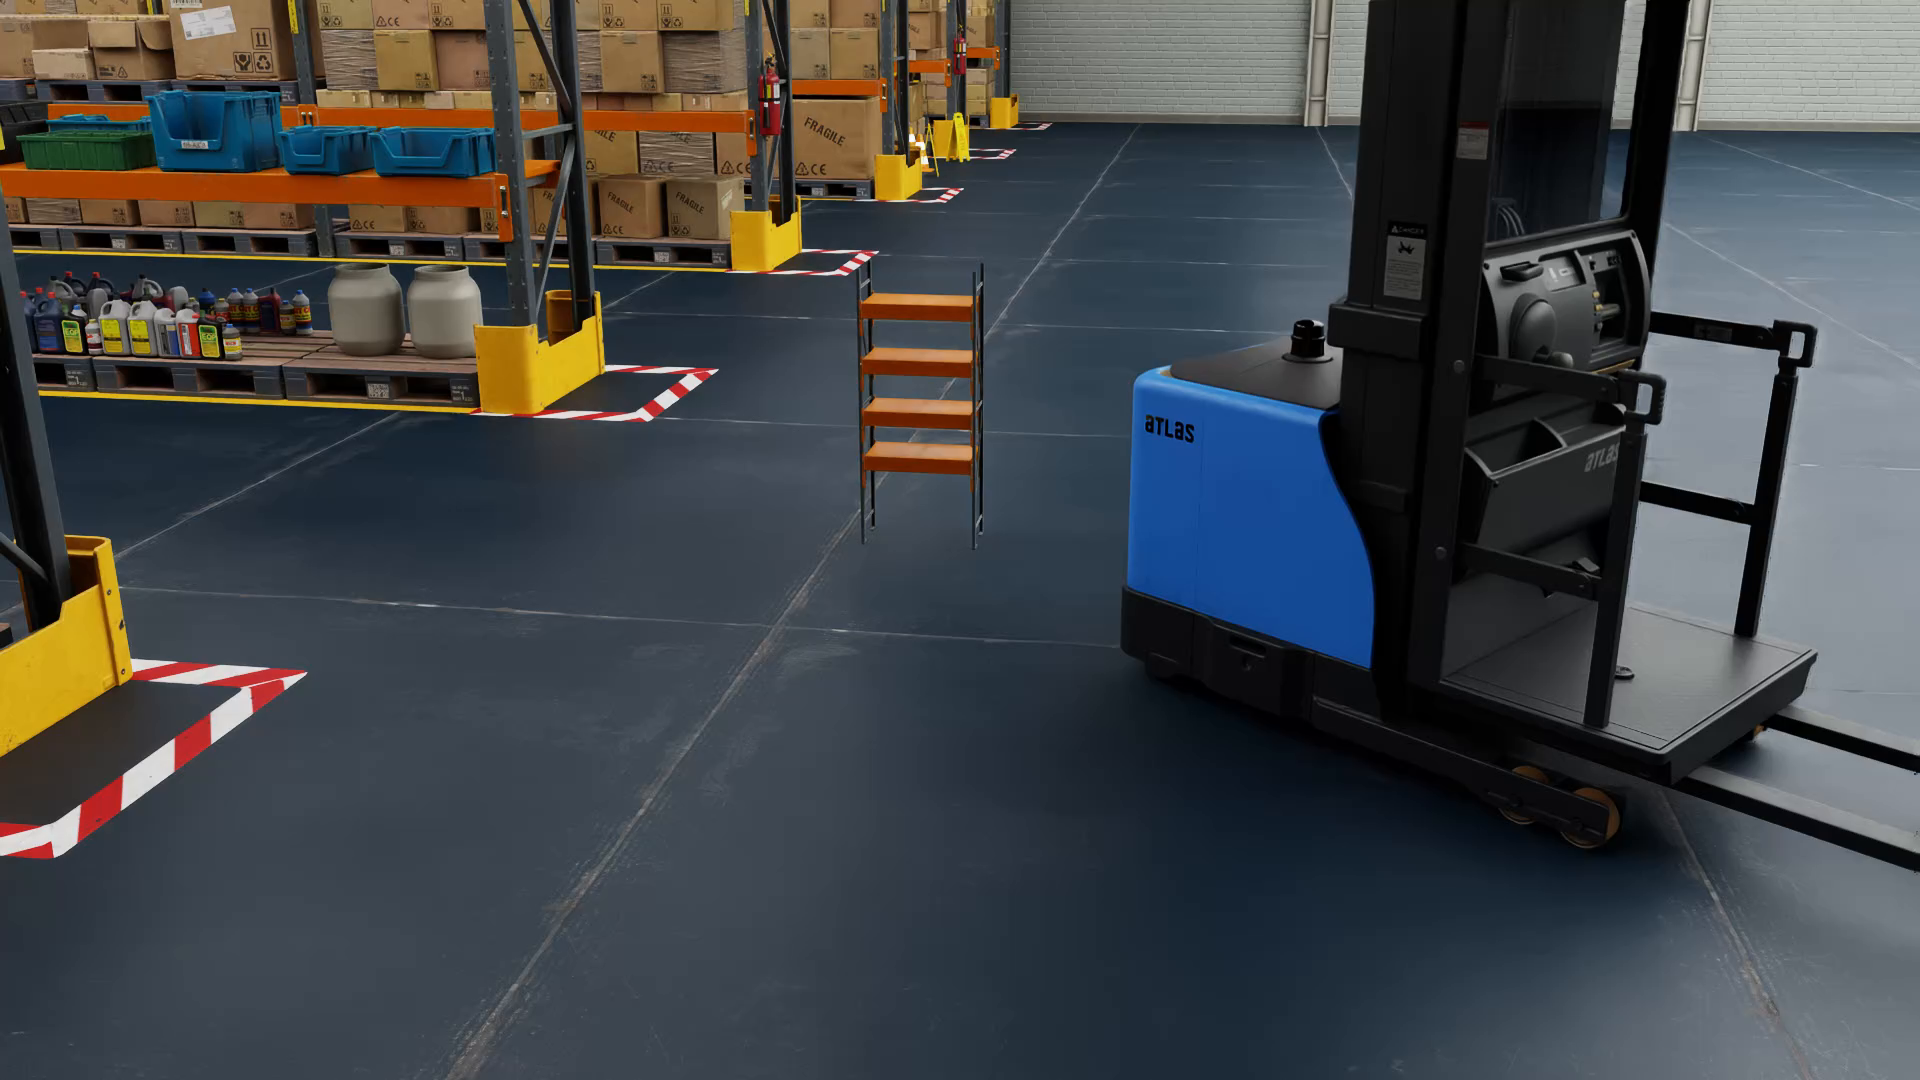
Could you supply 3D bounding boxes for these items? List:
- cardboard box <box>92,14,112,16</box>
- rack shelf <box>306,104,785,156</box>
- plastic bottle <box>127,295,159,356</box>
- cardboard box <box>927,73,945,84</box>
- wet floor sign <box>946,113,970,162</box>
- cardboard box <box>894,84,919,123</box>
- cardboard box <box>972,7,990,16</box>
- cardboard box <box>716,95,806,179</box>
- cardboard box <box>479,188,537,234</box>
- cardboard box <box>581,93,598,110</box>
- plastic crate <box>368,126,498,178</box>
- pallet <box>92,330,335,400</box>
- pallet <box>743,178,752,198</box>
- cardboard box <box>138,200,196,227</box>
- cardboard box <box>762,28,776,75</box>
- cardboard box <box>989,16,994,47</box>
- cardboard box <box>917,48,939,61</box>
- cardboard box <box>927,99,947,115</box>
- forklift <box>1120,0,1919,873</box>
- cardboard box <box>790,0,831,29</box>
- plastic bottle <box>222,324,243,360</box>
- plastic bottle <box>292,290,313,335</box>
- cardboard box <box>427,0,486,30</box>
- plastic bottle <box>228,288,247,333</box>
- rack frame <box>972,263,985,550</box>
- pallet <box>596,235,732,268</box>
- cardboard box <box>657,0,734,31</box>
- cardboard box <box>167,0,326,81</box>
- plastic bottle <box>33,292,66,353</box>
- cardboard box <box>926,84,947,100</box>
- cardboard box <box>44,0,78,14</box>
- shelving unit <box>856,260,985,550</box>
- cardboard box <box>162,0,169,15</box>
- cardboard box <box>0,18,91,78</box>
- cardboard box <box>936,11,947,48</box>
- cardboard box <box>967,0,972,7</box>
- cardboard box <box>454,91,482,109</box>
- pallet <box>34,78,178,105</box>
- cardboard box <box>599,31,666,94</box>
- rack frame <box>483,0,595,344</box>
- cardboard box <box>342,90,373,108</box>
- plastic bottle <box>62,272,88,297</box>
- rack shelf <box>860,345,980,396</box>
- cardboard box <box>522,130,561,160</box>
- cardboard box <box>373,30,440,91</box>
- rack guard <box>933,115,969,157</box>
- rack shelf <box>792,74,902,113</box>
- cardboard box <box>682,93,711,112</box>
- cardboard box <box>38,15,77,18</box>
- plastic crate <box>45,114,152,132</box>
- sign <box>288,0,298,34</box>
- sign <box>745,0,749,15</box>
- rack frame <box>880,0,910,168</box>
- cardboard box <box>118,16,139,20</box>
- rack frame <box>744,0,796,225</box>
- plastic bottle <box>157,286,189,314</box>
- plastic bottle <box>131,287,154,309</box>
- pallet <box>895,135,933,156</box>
[{"bbox_3d":[-10.599,-6.361,20.385,0.250,0.149,0.380,3,19,8],"label":"cardboard box"},{"bbox_3d":[-3.593,-3.644,14.600,4.000,0.370,1.077,3,19,9],"label":"rack shelf"},{"bbox_3d":[-4.832,-1.276,9.870,0.185,0.351,0.144,4,19,11],"label":"plastic bottle"},{"bbox_3d":[-0.272,-7.863,28.172,0.500,0.250,0.500,3,19,10],"label":"cardboard box"},{"bbox_3d":[-0.028,-5.528,22.807,0.232,0.644,0.267,10,21,27],"label":"wet floor sign"},{"bbox_3d":[-0.878,-6.199,23.591,0.500,0.500,0.500,3,19,9],"label":"cardboard box"},{"bbox_3d":[0.351,-8.829,27.784,0.250,0.149,0.380,3,19,9],"label":"cardboard box"},{"bbox_3d":[-2.281,-4.682,19.255,0.875,0.875,0.875,3,19,8],"label":"cardboard box"},{"bbox_3d":[-3.987,-3.034,14.921,0.500,0.500,0.500,1,19,4],"label":"cardboard box"},{"bbox_3d":[-3.169,-3.773,14.248,0.250,0.149,0.380,3,19,9],"label":"cardboard box"},{"bbox_3d":[-2.945,-2.194,9.367,0.616,0.251,0.499,3,19,9],"label":"plastic crate"},{"bbox_3d":[-4.488,-1.104,10.271,1.213,0.211,1.003,3,19,9],"label":"pallet"},{"bbox_3d":[-2.734,-4.189,19.490,1.213,0.211,1.003,3,19,9],"label":"pallet"},{"bbox_3d":[-7.190,-3.205,15.400,0.500,0.500,0.700,1,19,4],"label":"cardboard box"},{"bbox_3d":[-2.184,-5.597,19.068,0.550,0.550,0.875,3,19,9],"label":"cardboard box"},{"bbox_3d":[0.293,-8.704,28.431,0.500,0.500,0.500,4,19,10],"label":"cardboard box"},{"bbox_3d":[-0.449,-6.822,23.360,0.250,0.149,0.380,4,19,10],"label":"cardboard box"},{"bbox_3d":[-0.266,-7.392,28.341,0.500,0.250,0.500,3,19,9],"label":"cardboard box"},{"bbox_3d":[1.947,-0.702,4.782,1.130,2.935,3.031,-17,25,-41],"label":"forklift"},{"bbox_3d":[-1.649,-6.046,18.708,0.550,0.550,0.875,3,19,9],"label":"cardboard box"},{"bbox_3d":[-4.286,-1.170,9.788,0.097,0.201,0.097,0,18,0],"label":"plastic bottle"},{"bbox_3d":[-4.144,-1.437,10.475,0.097,0.271,0.097,0,18,0],"label":"plastic bottle"},{"bbox_3d":[-4.176,-4.596,14.110,0.500,0.500,0.500,3,19,9],"label":"cardboard box"},{"bbox_3d":[-4.581,-1.459,10.542,0.097,0.271,0.097,0,18,0],"label":"plastic bottle"},{"bbox_3d":[0.077,-0.565,7.101,0.015,1.200,0.240,3,19,9],"label":"rack frame"},{"bbox_3d":[-2.489,-2.618,14.795,1.213,0.211,1.003,3,19,9],"label":"pallet"},{"bbox_3d":[-2.200,-4.497,13.815,0.500,0.500,0.500,3,19,9],"label":"cardboard box"},{"bbox_3d":[-6.330,-4.653,14.876,1.000,1.000,1.000,3,19,9],"label":"cardboard box"},{"bbox_3d":[-5.435,-1.306,9.962,0.185,0.351,0.144,2,19,6],"label":"plastic bottle"},{"bbox_3d":[-0.286,-7.632,28.269,0.500,0.250,0.500,3,19,8],"label":"cardboard box"},{"bbox_3d":[-13.408,-8.103,25.059,0.500,0.500,0.500,3,19,9],"label":"cardboard box"},{"bbox_3d":[-0.163,-0.577,7.138,0.503,1.200,0.258,3,19,9],"label":"shelving unit"},{"bbox_3d":[-11.505,-8.003,24.759,0.500,0.500,0.500,3,19,9],"label":"cardboard box"},{"bbox_3d":[-8.410,-4.522,15.272,0.500,0.500,0.700,6,19,17],"label":"cardboard box"},{"bbox_3d":[-0.470,-7.288,23.732,0.500,0.500,0.500,3,19,8],"label":"cardboard box"},{"bbox_3d":[0.102,-8.995,27.811,0.250,0.149,0.380,3,19,9],"label":"cardboard box"},{"bbox_3d":[-4.165,-3.806,14.348,0.250,0.149,0.380,3,19,9],"label":"cardboard box"},{"bbox_3d":[-7.556,-4.109,15.160,1.213,0.211,1.003,3,19,9],"label":"pallet"},{"bbox_3d":[-2.669,-4.097,14.194,0.500,0.500,0.875,3,19,9],"label":"cardboard box"},{"bbox_3d":[-2.404,-2.333,9.548,0.127,3.000,1.000,3,19,9],"label":"rack frame"},{"bbox_3d":[-5.158,-3.845,14.463,0.250,0.149,0.380,3,19,9],"label":"cardboard box"},{"bbox_3d":[-5.671,-1.544,10.673,0.185,0.351,0.144,2,19,7],"label":"plastic bottle"},{"bbox_3d":[-0.163,-0.726,7.088,0.480,0.148,0.258,3,19,9],"label":"rack shelf"},{"bbox_3d":[-5.308,-4.770,19.715,0.750,0.750,1.050,3,19,8],"label":"cardboard box"},{"bbox_3d":[-4.645,-4.196,14.490,0.500,0.500,0.875,3,19,9],"label":"cardboard box"},{"bbox_3d":[-0.121,-5.808,23.872,0.348,0.500,1.175,3,19,9],"label":"rack guard"},{"bbox_3d":[-2.706,-5.193,19.229,4.000,0.370,1.077,3,19,9],"label":"rack shelf"},{"bbox_3d":[-2.179,-3.728,14.113,0.250,0.149,0.380,3,19,9],"label":"cardboard box"},{"bbox_3d":[-10.720,-6.158,19.778,0.250,0.149,0.380,3,19,10],"label":"cardboard box"},{"bbox_3d":[-5.217,-2.493,10.261,0.616,0.251,0.499,3,19,9],"label":"plastic crate"},{"bbox_3d":[-5.652,-4.461,14.083,0.005,0.325,0.100,3,19,9],"label":"sign"},{"bbox_3d":[-1.726,-4.411,13.435,0.005,0.325,0.100,3,19,9],"label":"sign"},{"bbox_3d":[-0.731,-5.433,18.814,0.127,3.000,1.000,3,19,9],"label":"rack frame"},{"bbox_3d":[-9.693,-6.106,19.620,0.250,0.149,0.380,4,19,10],"label":"cardboard box"},{"bbox_3d":[-1.618,-3.885,14.185,0.127,3.000,1.000,3,19,9],"label":"rack frame"},{"bbox_3d":[-5.003,-1.474,10.579,0.135,0.276,0.152,3,19,10],"label":"plastic bottle"},{"bbox_3d":[-5.154,-1.453,10.506,0.133,0.283,0.061,3,19,9],"label":"plastic bottle"},{"bbox_3d":[-0.918,-5.723,24.074,1.213,0.211,1.003,3,19,9],"label":"pallet"}]
